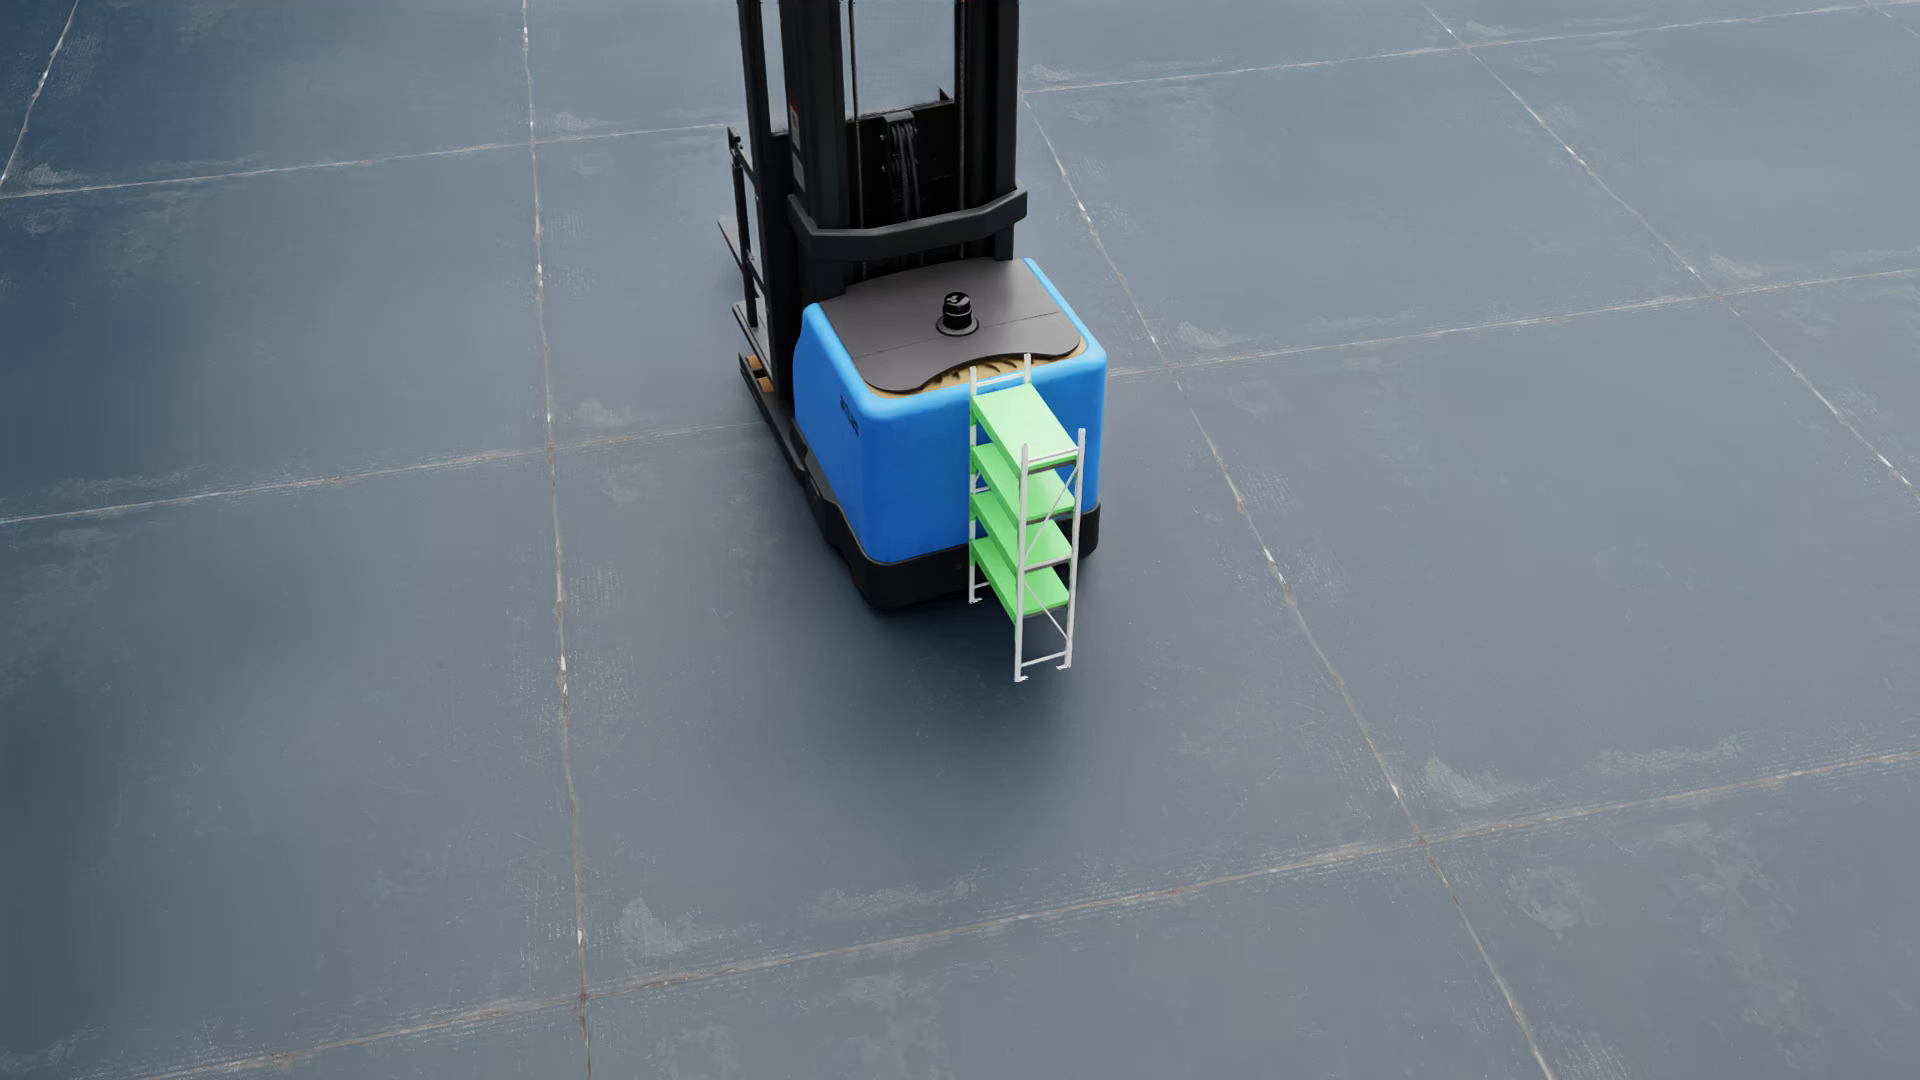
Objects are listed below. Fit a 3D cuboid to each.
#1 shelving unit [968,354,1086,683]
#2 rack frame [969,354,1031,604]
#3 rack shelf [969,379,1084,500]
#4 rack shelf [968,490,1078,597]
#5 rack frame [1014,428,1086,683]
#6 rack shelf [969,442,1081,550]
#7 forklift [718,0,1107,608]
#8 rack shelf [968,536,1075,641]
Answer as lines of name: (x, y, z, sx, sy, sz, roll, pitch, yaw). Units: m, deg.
shelving unit: (0.240, -0.064, 6.419, 0.258, 1.200, 0.503, -15, 44, -16)
rack frame: (0.151, -0.215, 6.589, 0.240, 1.200, 0.015, -15, 44, -16)
rack shelf: (0.240, -0.376, 6.143, 0.258, 0.148, 0.480, -15, 44, -16)
rack shelf: (0.240, -0.017, 6.461, 0.258, 0.148, 0.480, -15, 44, -16)
rack frame: (0.330, 0.086, 6.249, 0.240, 1.200, 0.015, -15, 44, -16)
rack shelf: (0.240, -0.196, 6.302, 0.258, 0.148, 0.480, -15, 44, -16)
forklift: (-0.421, -1.805, 7.075, 1.130, 2.935, 3.031, -15, 44, -16)
rack shelf: (0.240, 0.163, 6.621, 0.258, 0.148, 0.480, -15, 44, -16)
